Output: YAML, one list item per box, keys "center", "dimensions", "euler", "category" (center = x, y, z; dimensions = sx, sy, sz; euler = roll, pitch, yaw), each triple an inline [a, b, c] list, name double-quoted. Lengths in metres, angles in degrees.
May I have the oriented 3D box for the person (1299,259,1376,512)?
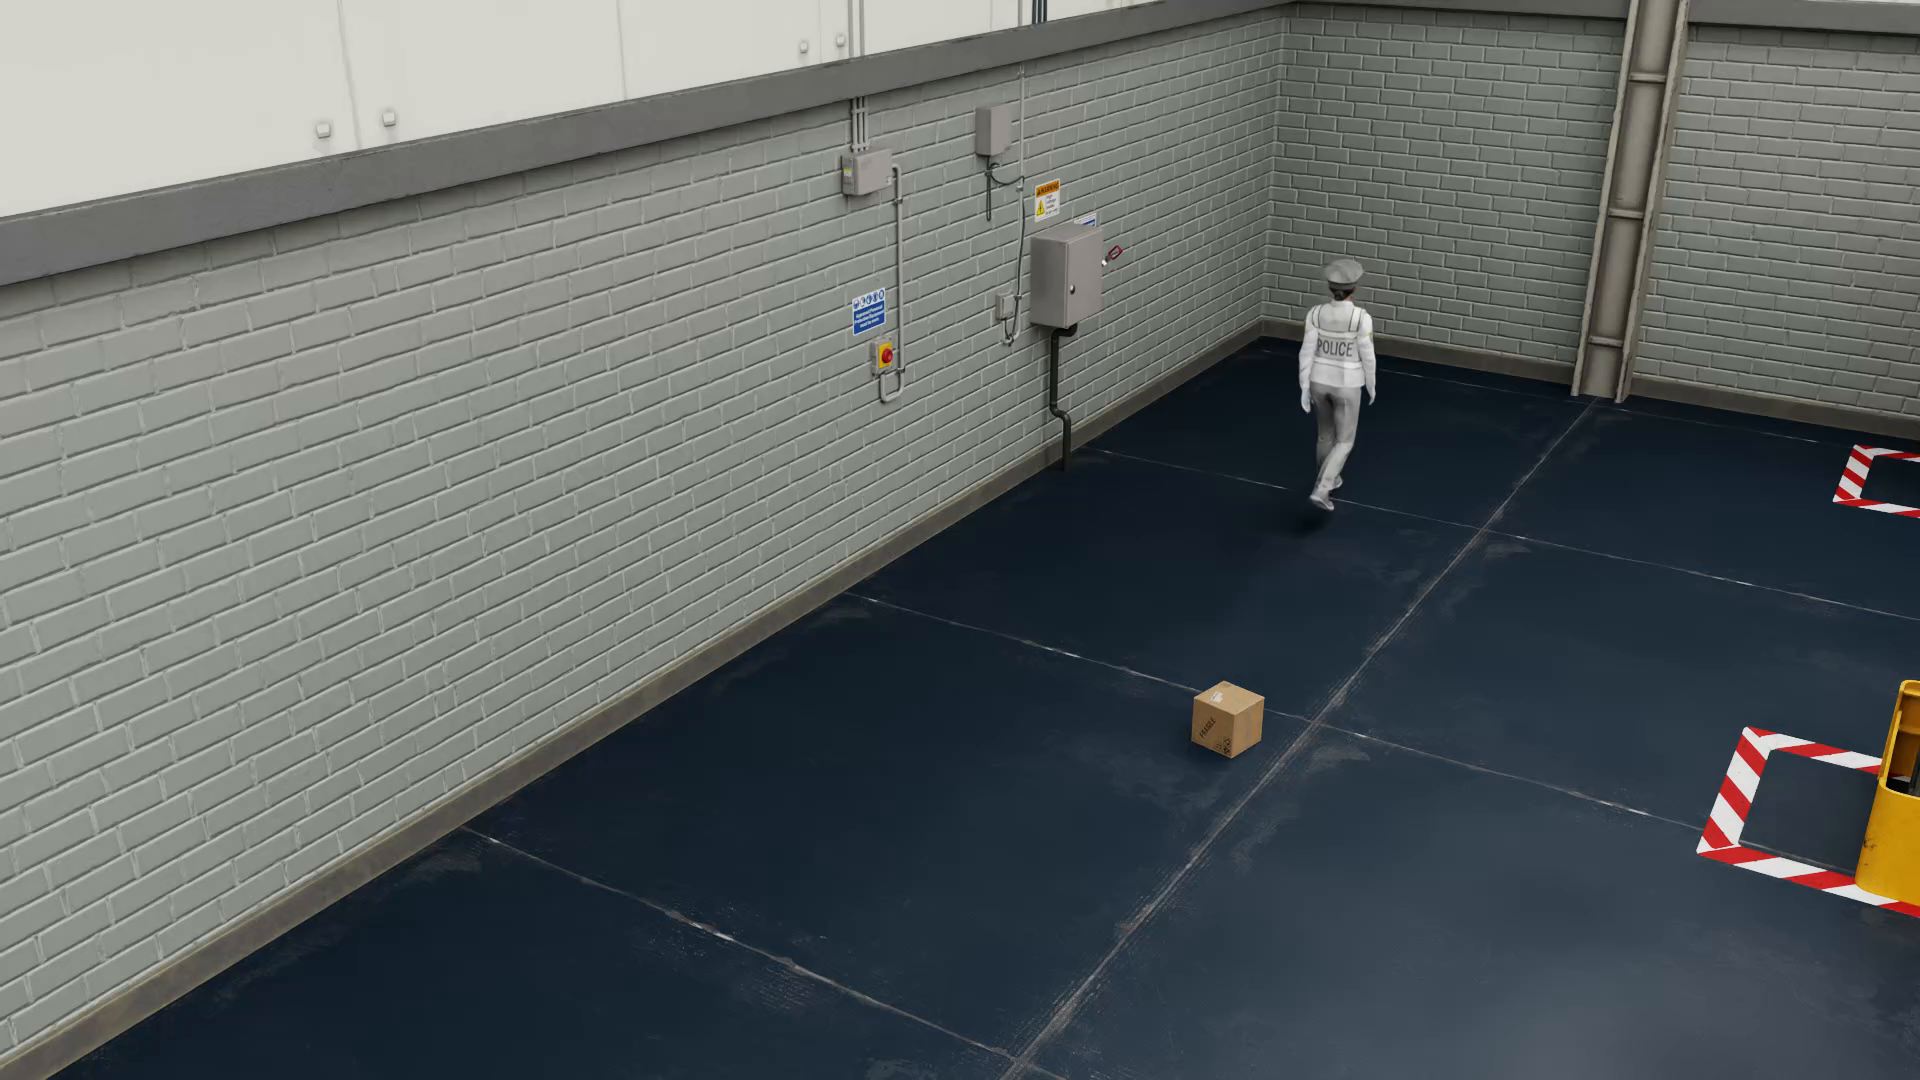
- center: [2.447, -1.004, 10.873]
  dimensions: [0.478, 1.653, 0.879]
  euler: [14, 27, 30]
  category: "person"
